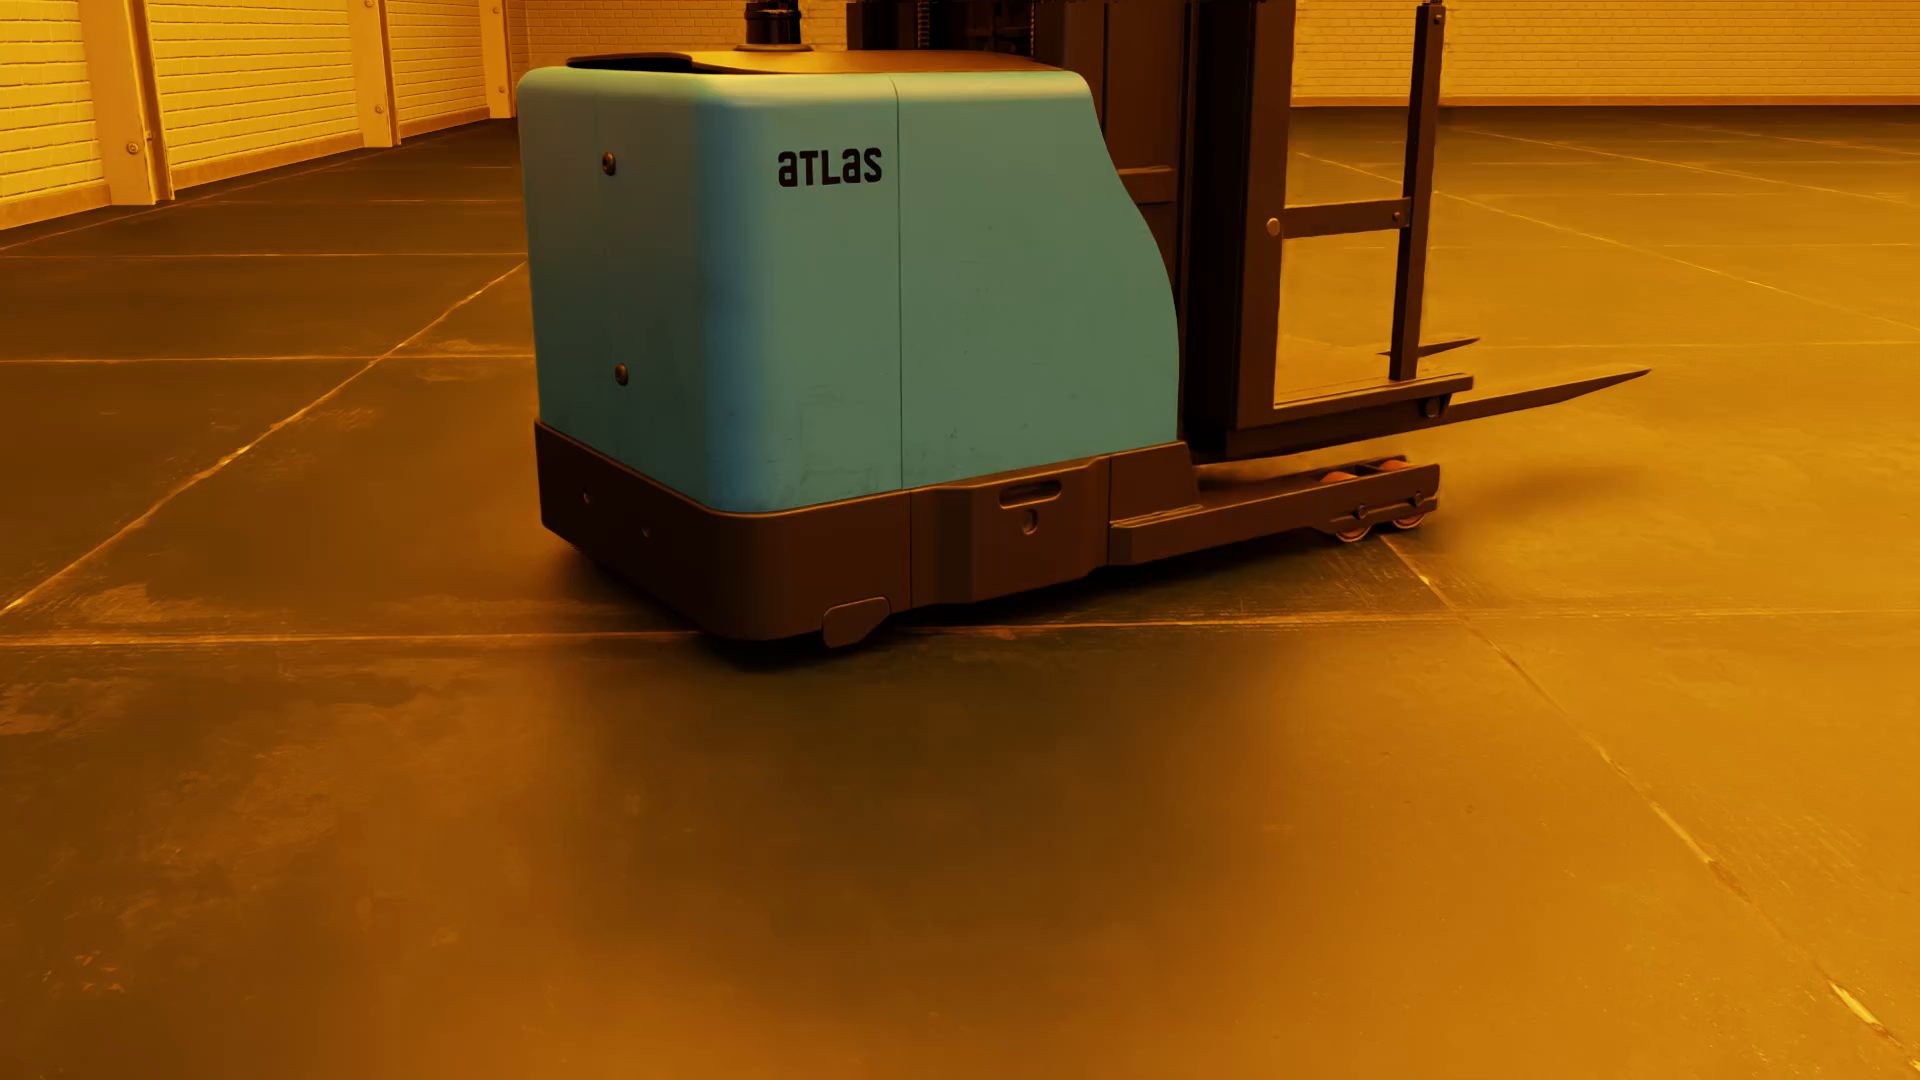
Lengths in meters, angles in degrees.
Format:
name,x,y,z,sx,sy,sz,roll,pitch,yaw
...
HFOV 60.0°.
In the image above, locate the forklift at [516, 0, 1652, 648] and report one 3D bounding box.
name,x,y,z,sx,sy,sz,roll,pitch,yaw
forklift,0.546,-1.511,3.847,3.031,2.935,1.130,-11,20,-33
